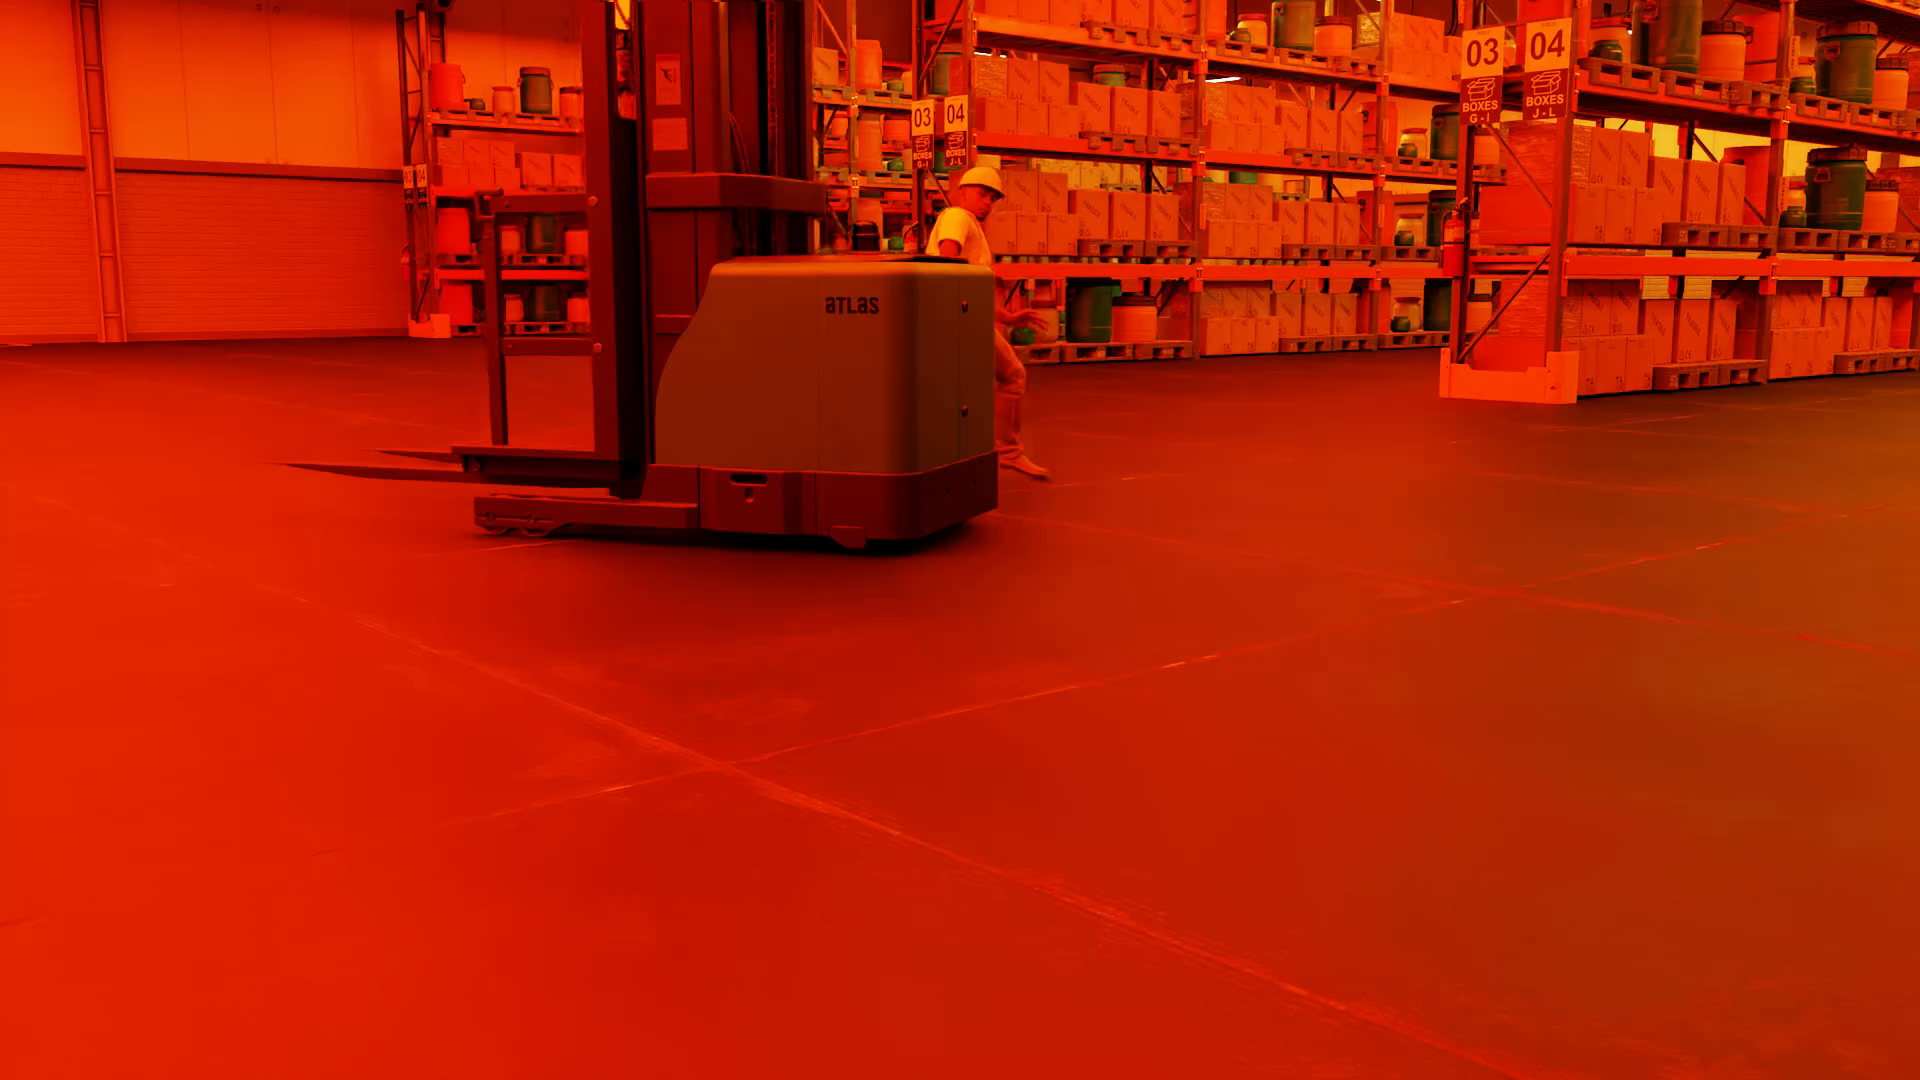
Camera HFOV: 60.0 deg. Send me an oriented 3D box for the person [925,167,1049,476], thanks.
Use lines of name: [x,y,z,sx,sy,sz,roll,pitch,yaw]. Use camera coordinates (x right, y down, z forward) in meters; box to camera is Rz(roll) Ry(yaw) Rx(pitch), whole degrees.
person: [0.138,-1.056,8.259,0.822,1.584,0.806,-4,10,-25]

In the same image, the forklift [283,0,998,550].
forklift: [-1.415,-1.528,6.833,3.031,2.935,1.130,3,9,20]
